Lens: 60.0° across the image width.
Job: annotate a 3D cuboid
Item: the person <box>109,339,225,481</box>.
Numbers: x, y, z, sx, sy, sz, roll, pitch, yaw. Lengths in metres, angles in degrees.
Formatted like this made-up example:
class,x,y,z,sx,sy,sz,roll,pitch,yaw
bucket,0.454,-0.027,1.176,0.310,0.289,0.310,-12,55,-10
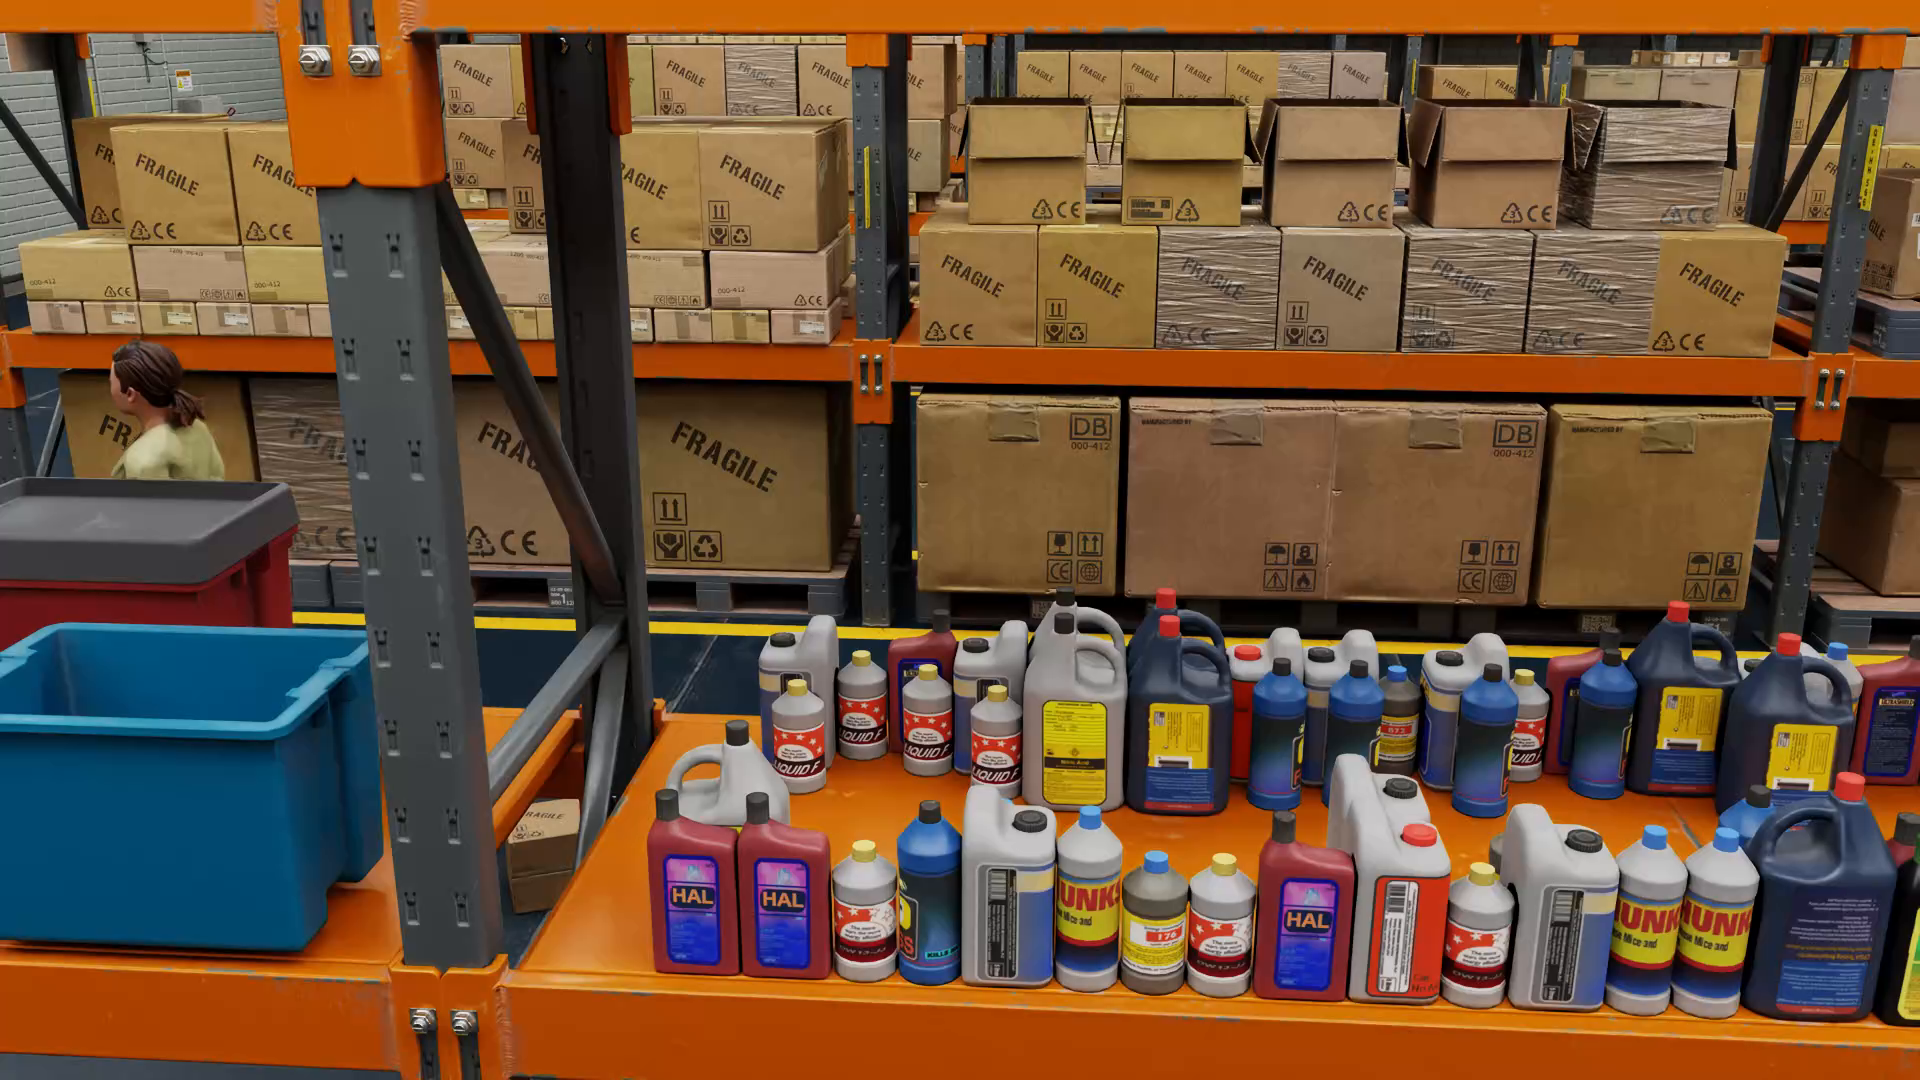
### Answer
class,x,y,z,sx,sy,sz,roll,pitch,yaw
person,-2.565,0.194,5.444,0.479,1.714,0.463,-1,18,-5
